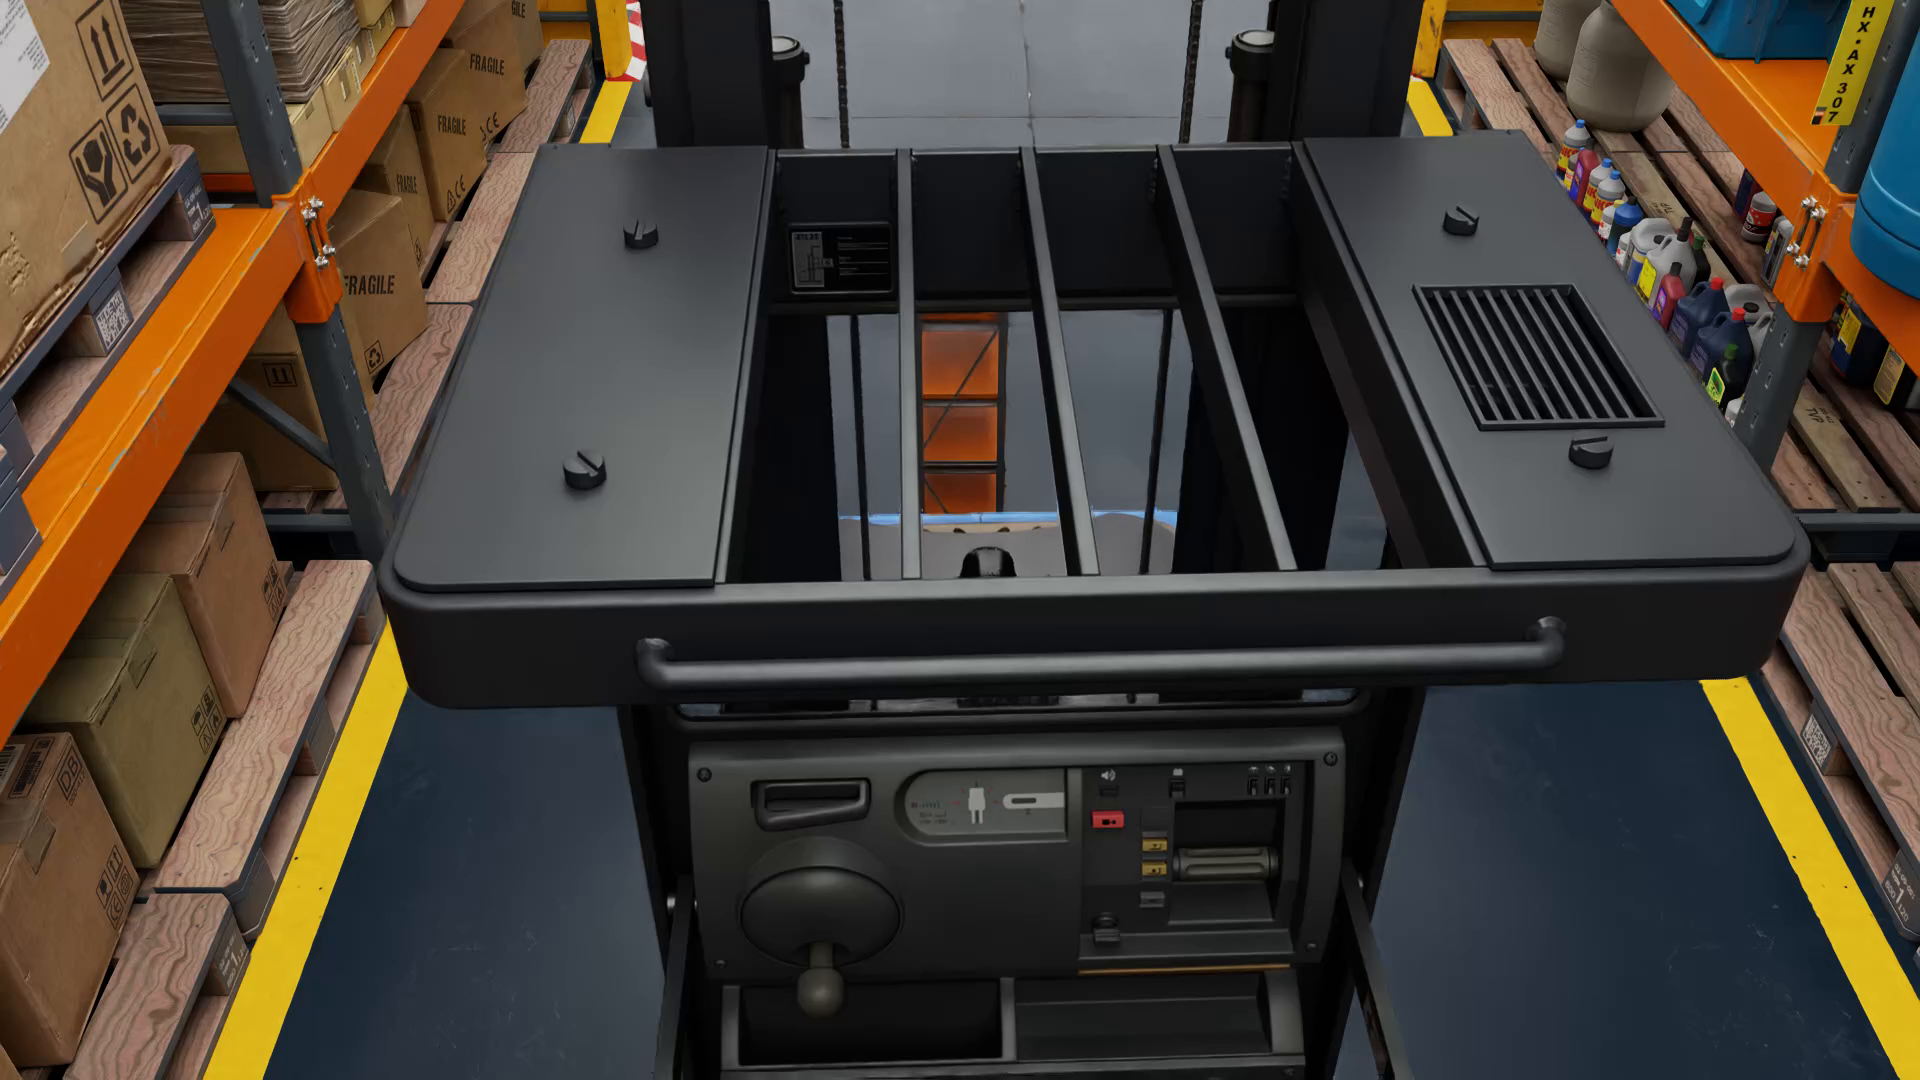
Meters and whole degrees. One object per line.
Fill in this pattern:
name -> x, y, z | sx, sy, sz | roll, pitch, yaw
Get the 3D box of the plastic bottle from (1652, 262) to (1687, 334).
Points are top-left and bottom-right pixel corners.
plastic bottle -> 2.415, -0.796, 5.665 | 0.061, 0.283, 0.133 | 2, 39, 3

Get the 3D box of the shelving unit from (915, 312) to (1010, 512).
shelving unit -> 0.000, -0.365, 4.746 | 0.258, 1.200, 0.503 | 0, 39, 0

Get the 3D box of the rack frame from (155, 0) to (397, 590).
rack frame -> -2.207, -1.057, 4.170 | 1.000, 3.000, 0.127 | 0, 39, 0

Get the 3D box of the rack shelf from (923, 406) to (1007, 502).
rack shelf -> 0.000, -0.312, 4.788 | 0.258, 0.148, 0.480 | 0, 39, 0

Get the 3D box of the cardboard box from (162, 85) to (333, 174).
cardboard box -> -1.906, -1.093, 4.417 | 0.380, 0.149, 0.250 | 0, 39, 0

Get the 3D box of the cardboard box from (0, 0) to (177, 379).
cardboard box -> -2.346, -0.958, 3.231 | 1.000, 1.000, 1.000 | 0, 39, 0

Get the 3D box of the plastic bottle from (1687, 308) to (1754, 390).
plastic bottle -> 2.457, -0.601, 5.368 | 0.144, 0.351, 0.185 | -1, 39, -1

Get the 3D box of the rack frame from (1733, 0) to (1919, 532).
rack frame -> 2.746, -1.060, 4.174 | 1.000, 3.000, 0.127 | 0, 39, 0

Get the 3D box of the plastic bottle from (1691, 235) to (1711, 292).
plastic bottle -> 2.559, -0.913, 5.811 | 0.061, 0.283, 0.133 | 0, 39, 0

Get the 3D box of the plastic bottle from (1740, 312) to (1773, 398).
plastic bottle -> 2.601, -0.601, 5.368 | 0.144, 0.351, 0.185 | 0, 39, 0

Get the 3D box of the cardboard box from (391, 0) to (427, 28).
cardboard box -> -1.890, -1.719, 5.197 | 0.380, 0.149, 0.250 | 0, 39, 0

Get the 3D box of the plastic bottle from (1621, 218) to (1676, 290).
plastic bottle -> 2.460, -0.995, 5.920 | 0.152, 0.276, 0.135 | 1, 39, 1

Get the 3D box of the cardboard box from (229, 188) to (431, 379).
cardboard box -> -2.176, -0.854, 5.580 | 0.500, 0.500, 0.500 | 12, 40, 14

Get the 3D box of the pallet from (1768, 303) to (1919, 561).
pallet -> 2.787, -0.392, 5.571 | 1.003, 0.211, 1.213 | 0, 39, 0

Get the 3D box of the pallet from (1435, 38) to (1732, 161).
pallet -> 2.784, -1.918, 7.475 | 1.003, 0.211, 1.213 | 0, 39, 0

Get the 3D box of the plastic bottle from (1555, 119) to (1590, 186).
plastic bottle -> 2.432, -1.535, 6.596 | 0.097, 0.271, 0.097 | 0, 39, 0

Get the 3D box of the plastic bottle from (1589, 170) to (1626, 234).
plastic bottle -> 2.433, -1.258, 6.251 | 0.097, 0.271, 0.097 | 0, 39, 0

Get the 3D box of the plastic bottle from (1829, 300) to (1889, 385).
plastic bottle -> 3.016, -0.703, 5.495 | 0.144, 0.351, 0.185 | 0, 39, 0

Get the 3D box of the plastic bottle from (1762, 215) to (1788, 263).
plastic bottle -> 3.039, -1.118, 6.132 | 0.097, 0.201, 0.097 | 0, 39, 0

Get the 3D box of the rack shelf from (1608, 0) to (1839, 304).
rack shelf -> 2.744, -2.030, 5.960 | 1.077, 0.370, 4.000 | 0, 39, 0

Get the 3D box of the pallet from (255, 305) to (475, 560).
pallet -> -2.243, -0.389, 5.566 | 1.003, 0.211, 1.213 | 0, 39, 0

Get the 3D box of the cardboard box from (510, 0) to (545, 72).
cardboard box -> -2.227, -2.356, 7.454 | 0.500, 0.500, 0.500 | 7, 39, 8

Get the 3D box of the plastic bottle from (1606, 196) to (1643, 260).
plastic bottle -> 2.433, -1.131, 6.093 | 0.097, 0.271, 0.097 | 0, 39, 0

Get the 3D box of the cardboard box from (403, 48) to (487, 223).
cardboard box -> -2.211, -1.591, 6.499 | 0.500, 0.500, 0.500 | 3, 39, 4

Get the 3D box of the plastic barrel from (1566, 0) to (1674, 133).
plastic barrel -> 2.819, -2.030, 7.038 | 0.421, 0.512, 0.421 | 0, 39, 0

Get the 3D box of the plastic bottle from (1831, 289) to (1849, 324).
plastic bottle -> 3.122, -0.882, 5.782 | 0.097, 0.271, 0.097 | 0, 39, 0

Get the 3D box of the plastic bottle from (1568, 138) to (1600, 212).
plastic bottle -> 2.414, -1.398, 6.416 | 0.061, 0.283, 0.133 | 1, 39, 1

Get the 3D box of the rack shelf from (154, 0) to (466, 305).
rack shelf -> -2.209, -2.027, 5.956 | 1.077, 0.370, 4.000 | 0, 39, 0

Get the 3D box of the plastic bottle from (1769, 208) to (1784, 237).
plastic bottle -> 3.155, -1.278, 6.272 | 0.152, 0.276, 0.135 | -1, 39, -1

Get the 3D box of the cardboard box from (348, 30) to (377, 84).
cardboard box -> -1.922, -1.406, 4.807 | 0.380, 0.149, 0.250 | 0, 39, 0

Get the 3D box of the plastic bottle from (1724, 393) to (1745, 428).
plastic bottle -> 2.434, -0.367, 5.195 | 0.097, 0.201, 0.097 | 0, 39, 0

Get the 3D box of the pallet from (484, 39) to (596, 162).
pallet -> -2.246, -1.914, 7.470 | 1.003, 0.211, 1.213 | 0, 39, 0

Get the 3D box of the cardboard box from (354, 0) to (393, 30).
cardboard box -> -2.111, -1.806, 4.787 | 0.875, 0.500, 0.500 | 0, 39, 0

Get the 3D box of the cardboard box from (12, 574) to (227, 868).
cardboard box -> -2.246, 0.429, 3.963 | 0.700, 0.500, 0.500 | 0, 39, 0

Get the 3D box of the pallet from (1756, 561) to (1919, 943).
pallet -> 2.786, 0.519, 4.434 | 1.003, 0.211, 1.213 | 0, 39, 0

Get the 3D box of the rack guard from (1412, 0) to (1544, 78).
rack guard -> 2.789, -2.539, 8.018 | 1.175, 0.500, 0.348 | 0, 39, 0

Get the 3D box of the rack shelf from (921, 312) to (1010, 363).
rack shelf -> 0.000, -0.671, 4.500 | 0.258, 0.148, 0.480 | 0, 39, 0

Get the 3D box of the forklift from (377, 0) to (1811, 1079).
forklift -> 0.093, 0.549, 2.221 | 1.130, 2.935, 3.031 | -1, 39, -2

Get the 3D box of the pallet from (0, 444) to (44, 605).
pallet -> -2.245, 0.282, 2.653 | 1.003, 0.211, 1.213 | 0, 39, 0

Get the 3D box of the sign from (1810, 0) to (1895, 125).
sign -> 2.196, -1.175, 4.096 | 0.100, 0.325, 0.005 | 0, 39, 0

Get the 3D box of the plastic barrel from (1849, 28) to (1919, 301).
plastic barrel -> 2.444, -1.014, 3.716 | 0.600, 0.901, 0.708 | 0, 39, 0
